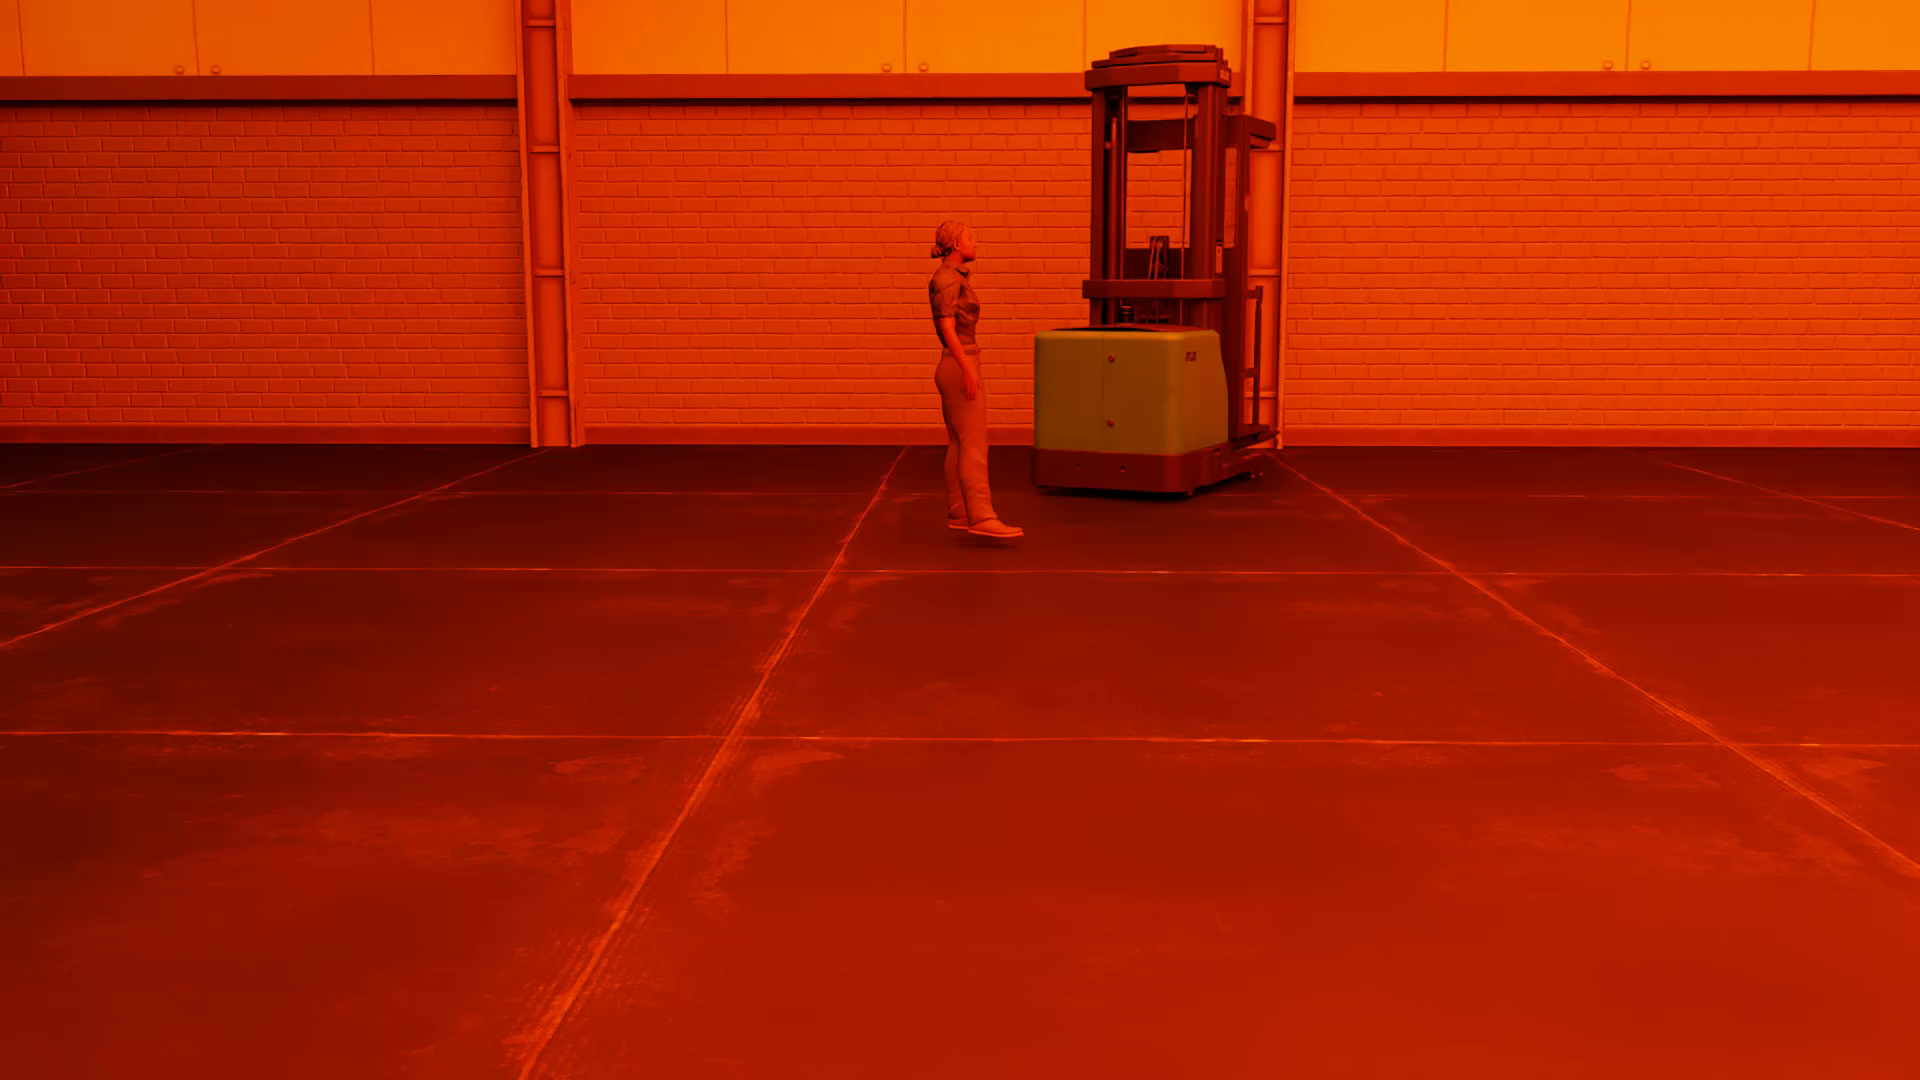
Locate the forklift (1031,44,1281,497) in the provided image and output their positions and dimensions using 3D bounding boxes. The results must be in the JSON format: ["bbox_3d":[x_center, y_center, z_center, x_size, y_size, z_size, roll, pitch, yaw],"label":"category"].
[{"bbox_3d":[1.570,-1.909,11.798,1.130,2.935,3.031,4,10,26],"label":"forklift"}]

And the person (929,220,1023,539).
[{"bbox_3d":[0.087,-0.861,8.849,0.503,1.655,0.570,0,9,1],"label":"person"}]
